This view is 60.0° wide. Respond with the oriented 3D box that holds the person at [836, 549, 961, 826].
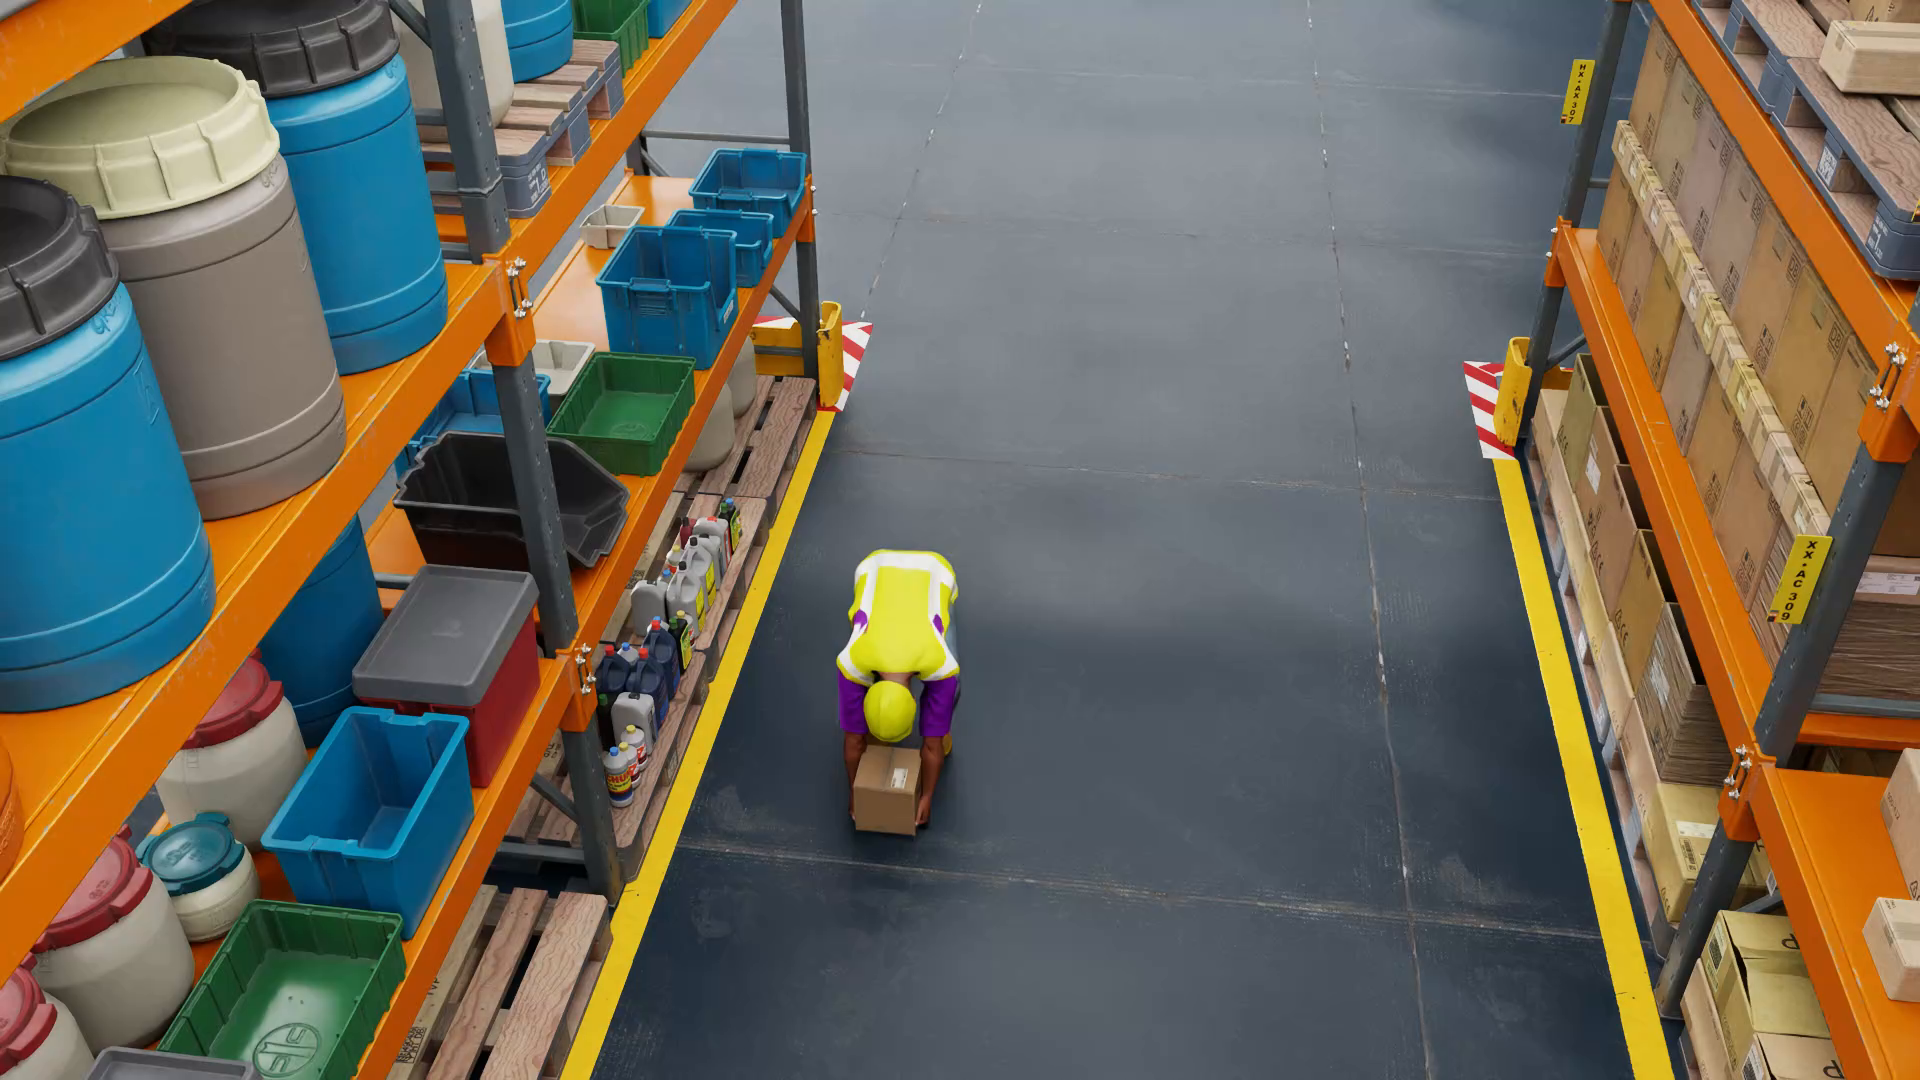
[{"bbox_3d":[-0.240,0.596,6.912,0.501,0.925,0.975,3,36,4],"label":"person"}]
